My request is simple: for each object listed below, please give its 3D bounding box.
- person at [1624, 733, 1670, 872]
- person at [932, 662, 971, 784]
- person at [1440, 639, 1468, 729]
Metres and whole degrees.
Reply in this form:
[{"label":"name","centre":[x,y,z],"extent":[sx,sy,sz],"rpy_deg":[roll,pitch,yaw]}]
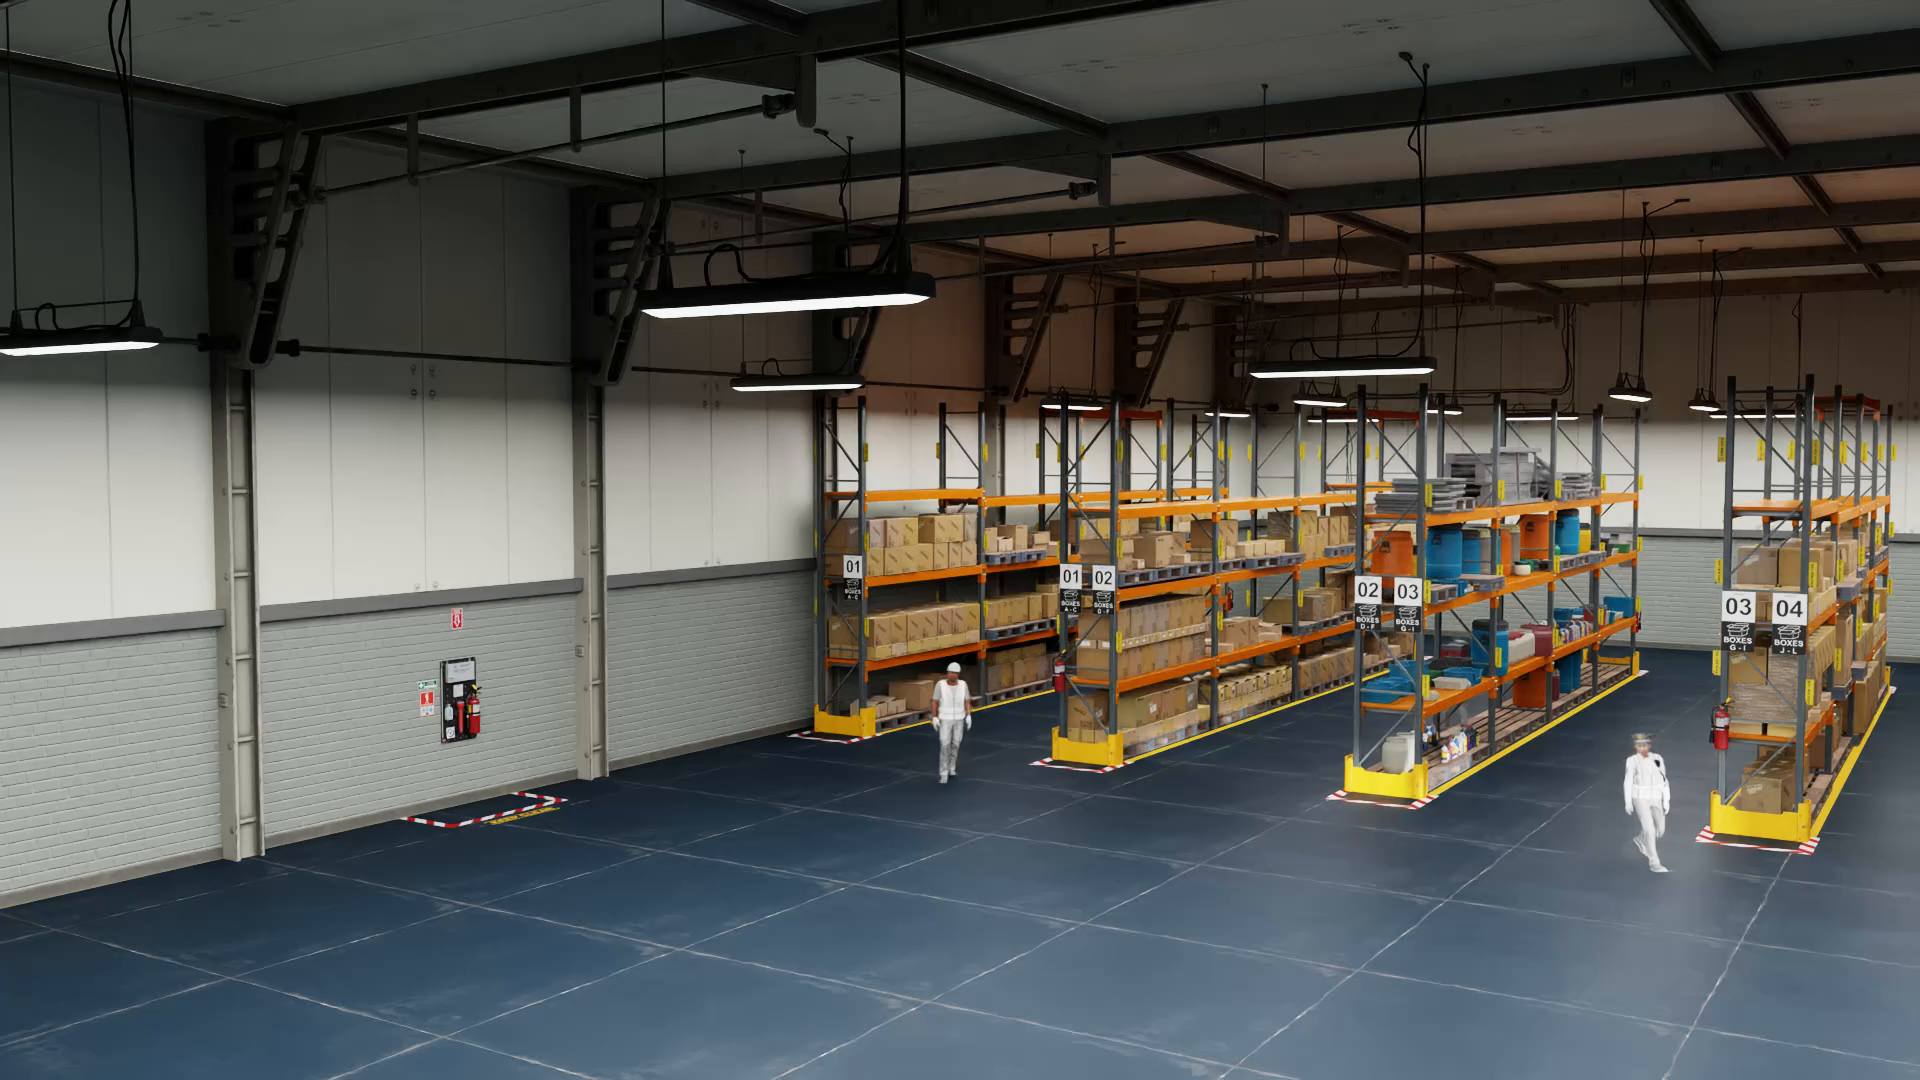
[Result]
[{"label":"person","centre":[8.297,3.132,20.048],"extent":[0.481,1.617,0.857],"rpy_deg":[0,3,-6]},{"label":"person","centre":[-0.116,2.794,25.482],"extent":[0.576,1.838,0.642],"rpy_deg":[-1,3,-19]},{"label":"person","centre":[8.730,2.554,29.211],"extent":[0.454,1.634,0.914],"rpy_deg":[0,3,5]}]
